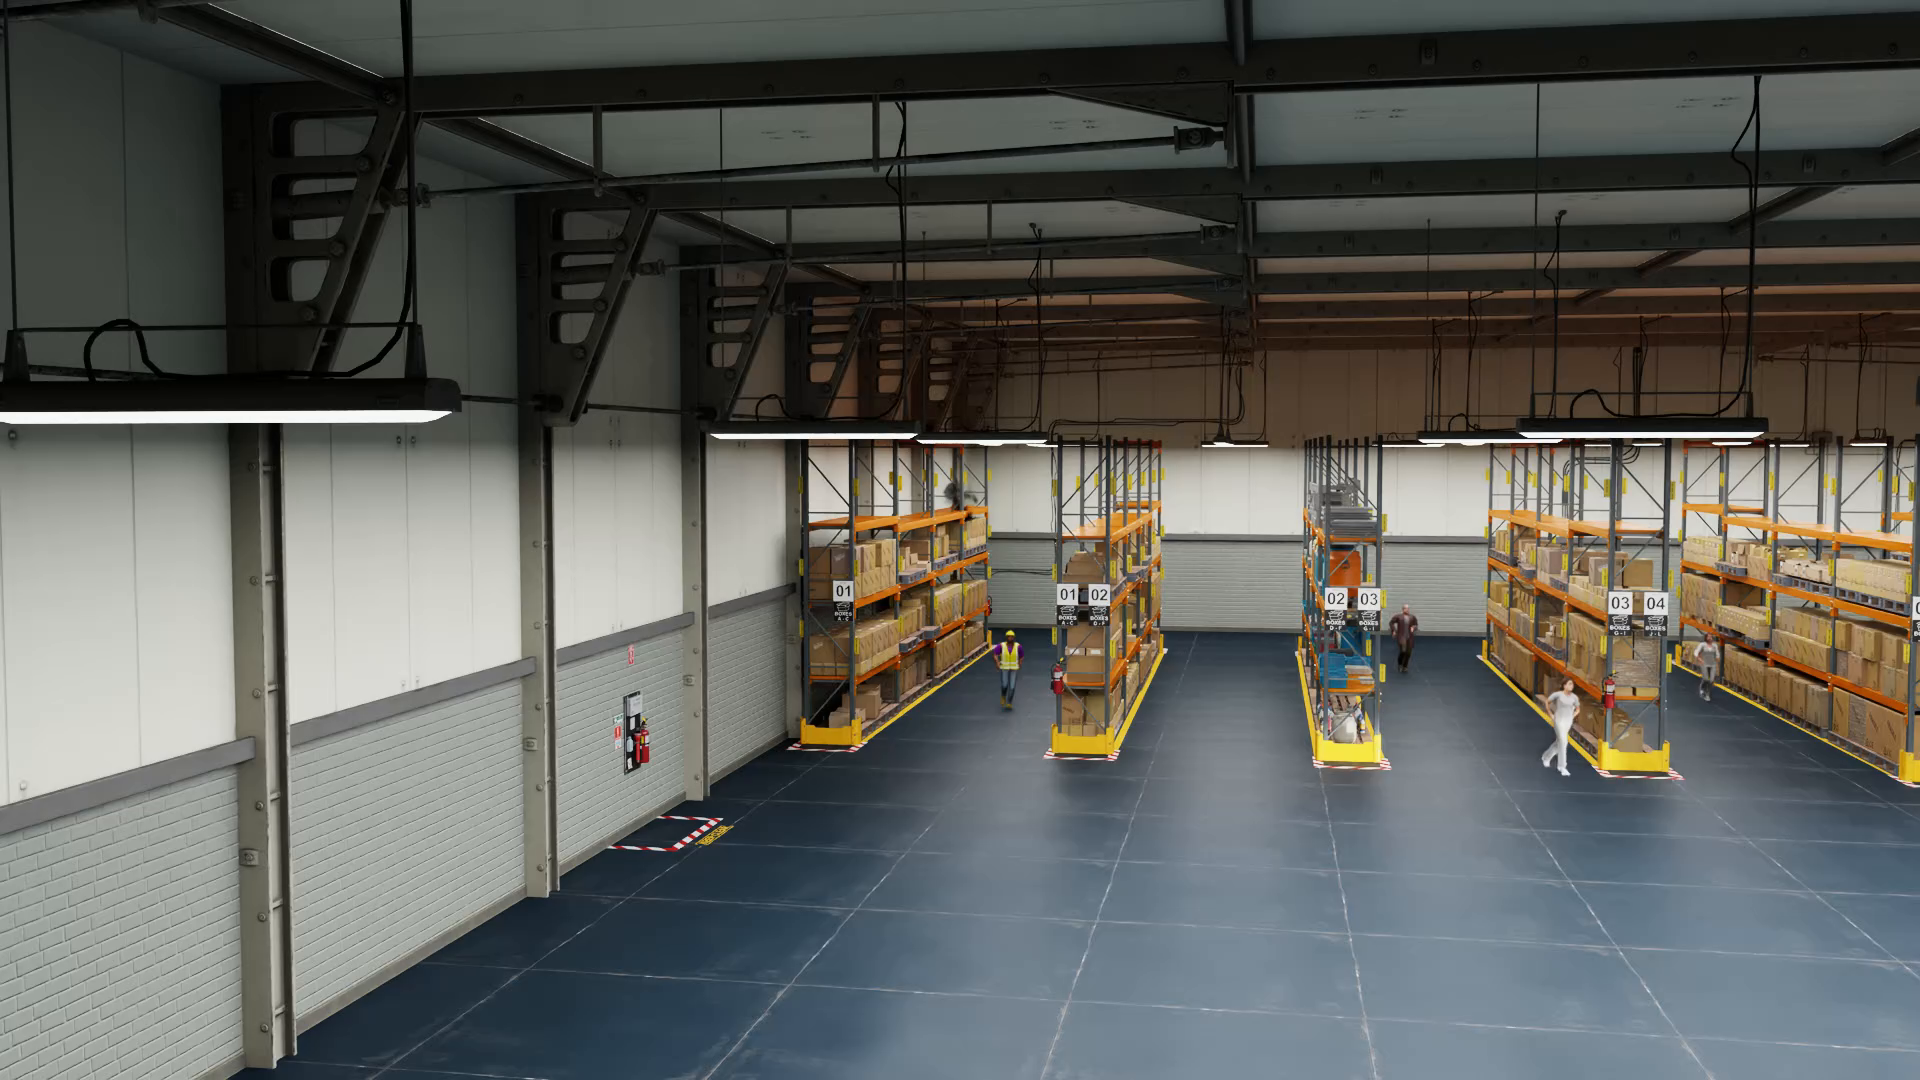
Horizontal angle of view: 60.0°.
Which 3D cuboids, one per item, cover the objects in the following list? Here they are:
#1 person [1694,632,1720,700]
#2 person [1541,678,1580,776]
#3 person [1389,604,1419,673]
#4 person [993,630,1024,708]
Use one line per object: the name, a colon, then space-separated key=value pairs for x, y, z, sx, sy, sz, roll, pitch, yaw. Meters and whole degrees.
person: x=17.062 y=2.889 z=37.911 sx=0.531 sy=1.556 sz=0.540 roll=0 pitch=3 yaw=8
person: x=10.762 y=3.291 z=29.652 sx=0.564 sy=1.687 sz=0.817 roll=-1 pitch=3 yaw=-18
person: x=11.427 y=2.532 z=42.659 sx=0.683 sy=1.759 sz=0.724 roll=0 pitch=3 yaw=-2
person: x=1.095 y=2.861 z=36.756 sx=0.676 sy=1.719 sz=0.574 roll=0 pitch=3 yaw=-5
